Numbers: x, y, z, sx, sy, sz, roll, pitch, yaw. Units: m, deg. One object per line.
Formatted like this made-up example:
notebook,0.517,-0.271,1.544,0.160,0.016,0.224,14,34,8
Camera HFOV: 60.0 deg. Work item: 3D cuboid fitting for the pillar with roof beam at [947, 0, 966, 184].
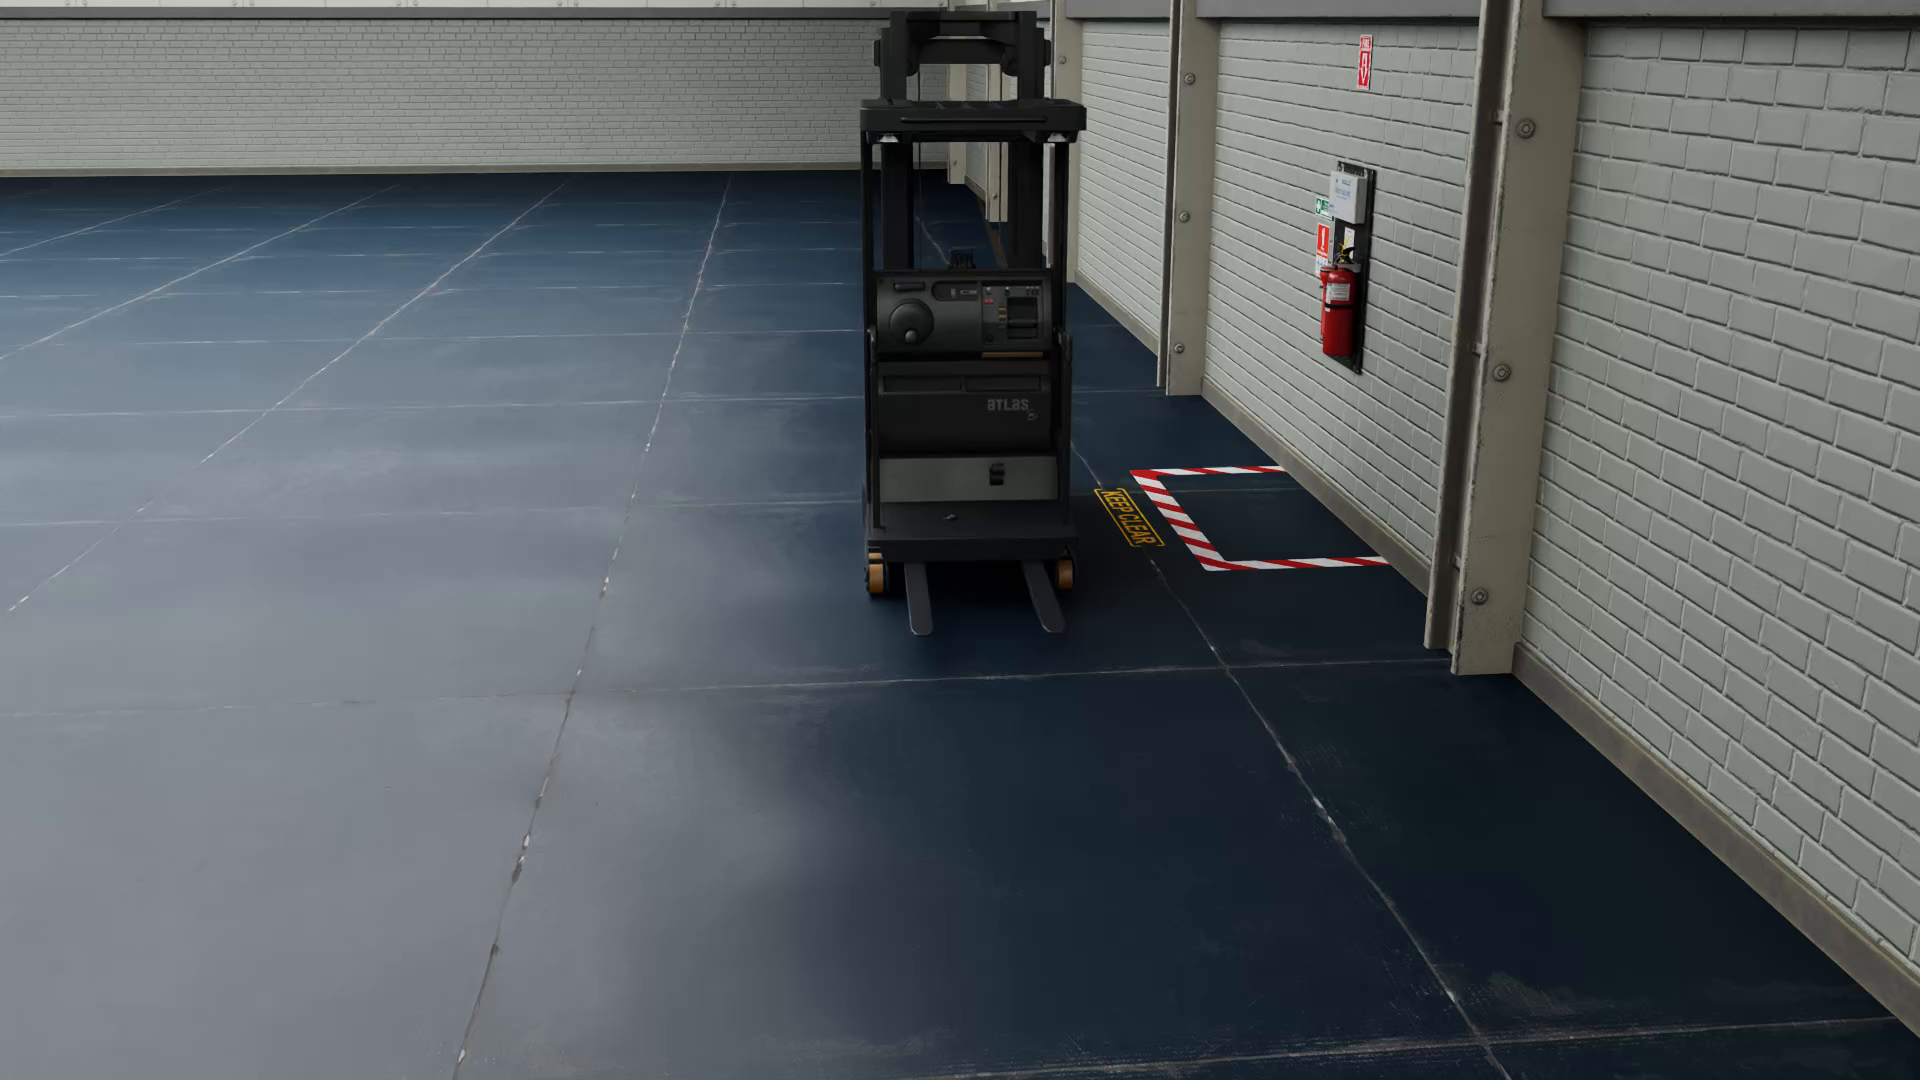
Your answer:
pillar with roof beam,-4.337,-10.750,28.896,9.100,9.000,0.400,-2,18,-6

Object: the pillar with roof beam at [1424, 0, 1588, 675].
pillar with roof beam,-1.862,-3.600,6.120,9.100,9.000,0.400,-2,18,-6

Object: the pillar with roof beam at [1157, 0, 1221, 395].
pillar with roof beam,-2.481,-5.387,11.814,9.100,9.000,0.400,-2,18,-6

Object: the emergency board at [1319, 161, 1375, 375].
emergency board,2.203,-1.608,9.791,0.194,1.169,0.643,-2,18,-6

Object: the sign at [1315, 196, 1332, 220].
sign,2.241,-2.044,10.236,0.001,0.109,0.331,-2,18,-6

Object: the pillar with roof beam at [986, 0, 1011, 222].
pillar with roof beam,-3.718,-8.963,23.202,9.100,9.000,0.400,-2,18,-6

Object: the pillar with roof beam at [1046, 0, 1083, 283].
pillar with roof beam,-3.099,-7.175,17.508,9.100,9.000,0.400,-2,18,-6

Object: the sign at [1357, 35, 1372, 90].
sign,2.302,-2.719,9.461,0.001,0.298,0.199,-2,18,-6

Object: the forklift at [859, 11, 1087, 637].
forklift,0.040,-1.211,8.640,1.130,2.935,3.031,-1,17,-3

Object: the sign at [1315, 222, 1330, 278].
sign,2.249,-1.793,10.320,0.001,0.329,0.234,-2,18,-6
